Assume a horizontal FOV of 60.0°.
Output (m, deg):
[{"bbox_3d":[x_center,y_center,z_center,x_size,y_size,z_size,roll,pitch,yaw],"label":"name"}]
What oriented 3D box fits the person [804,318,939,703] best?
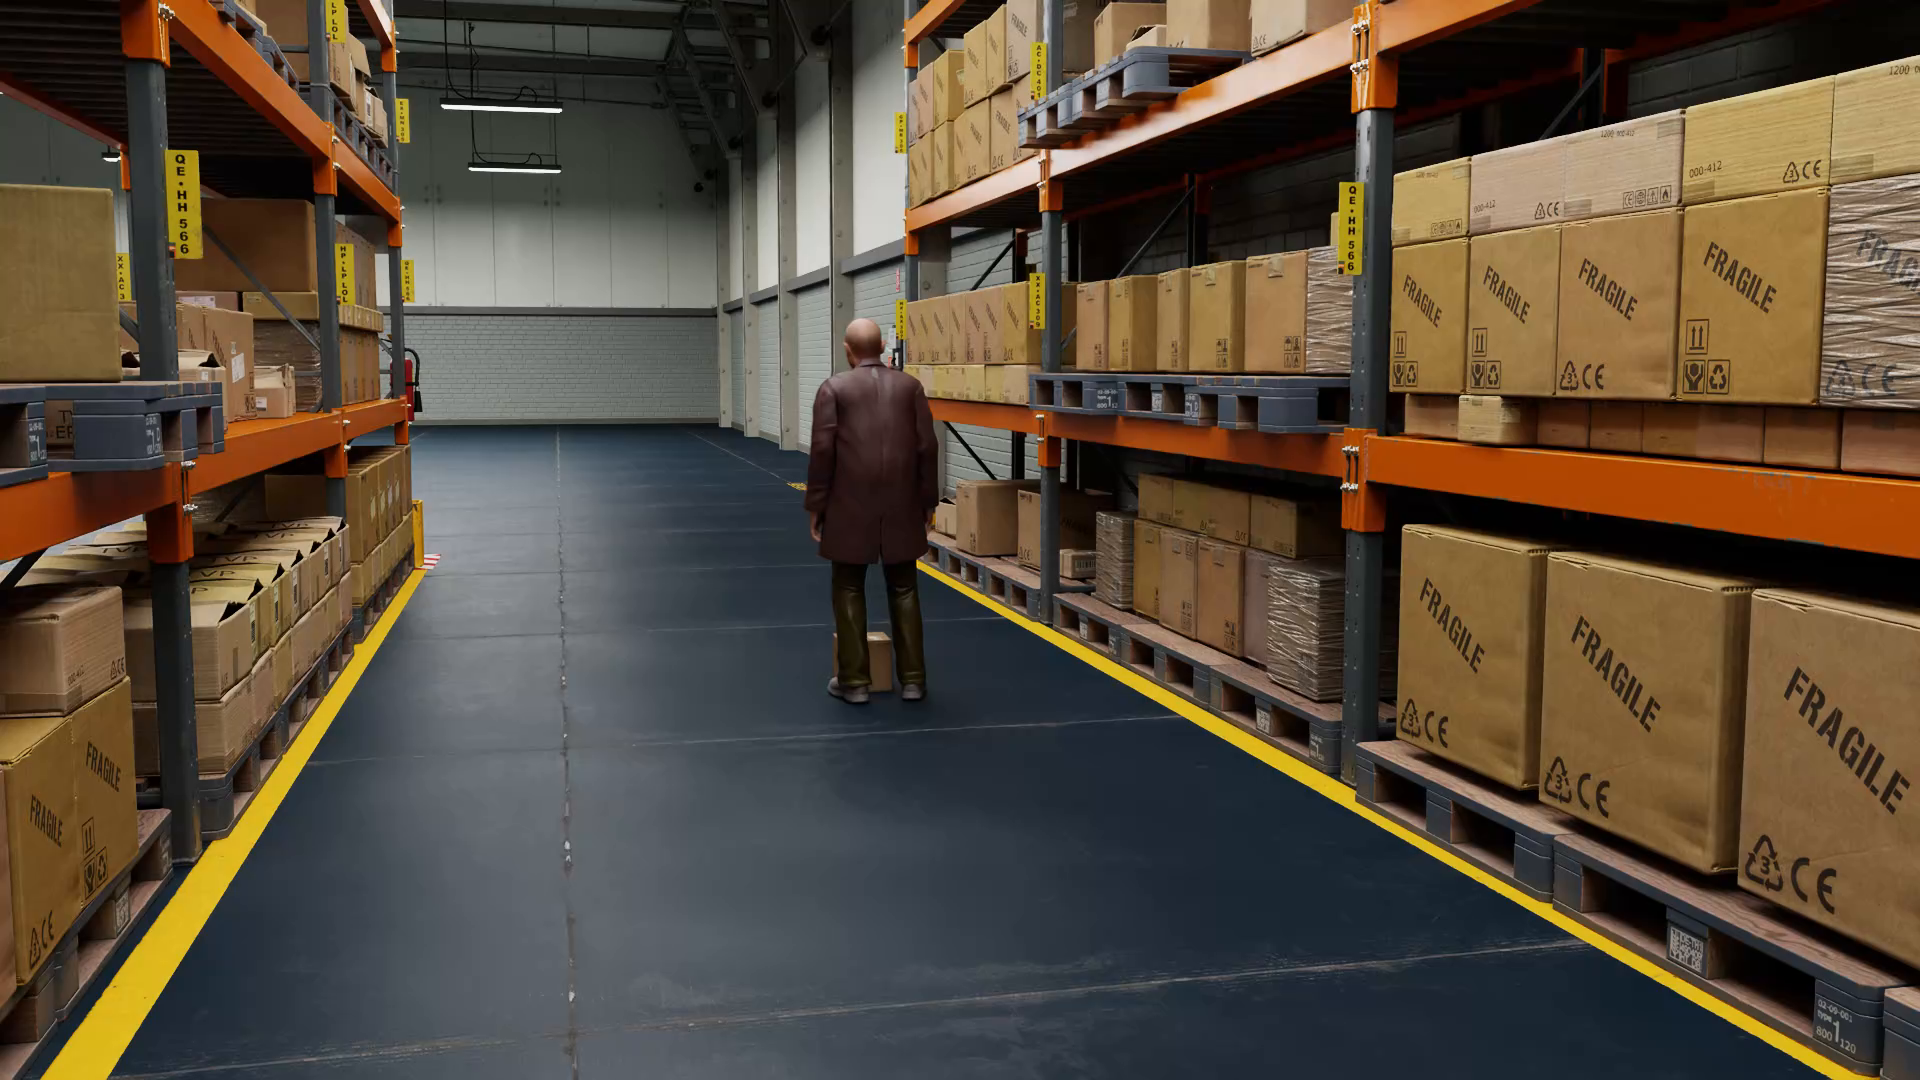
[{"bbox_3d":[-0.410,-0.140,7.732,0.644,1.772,0.429,-2,6,-17],"label":"person"}]
